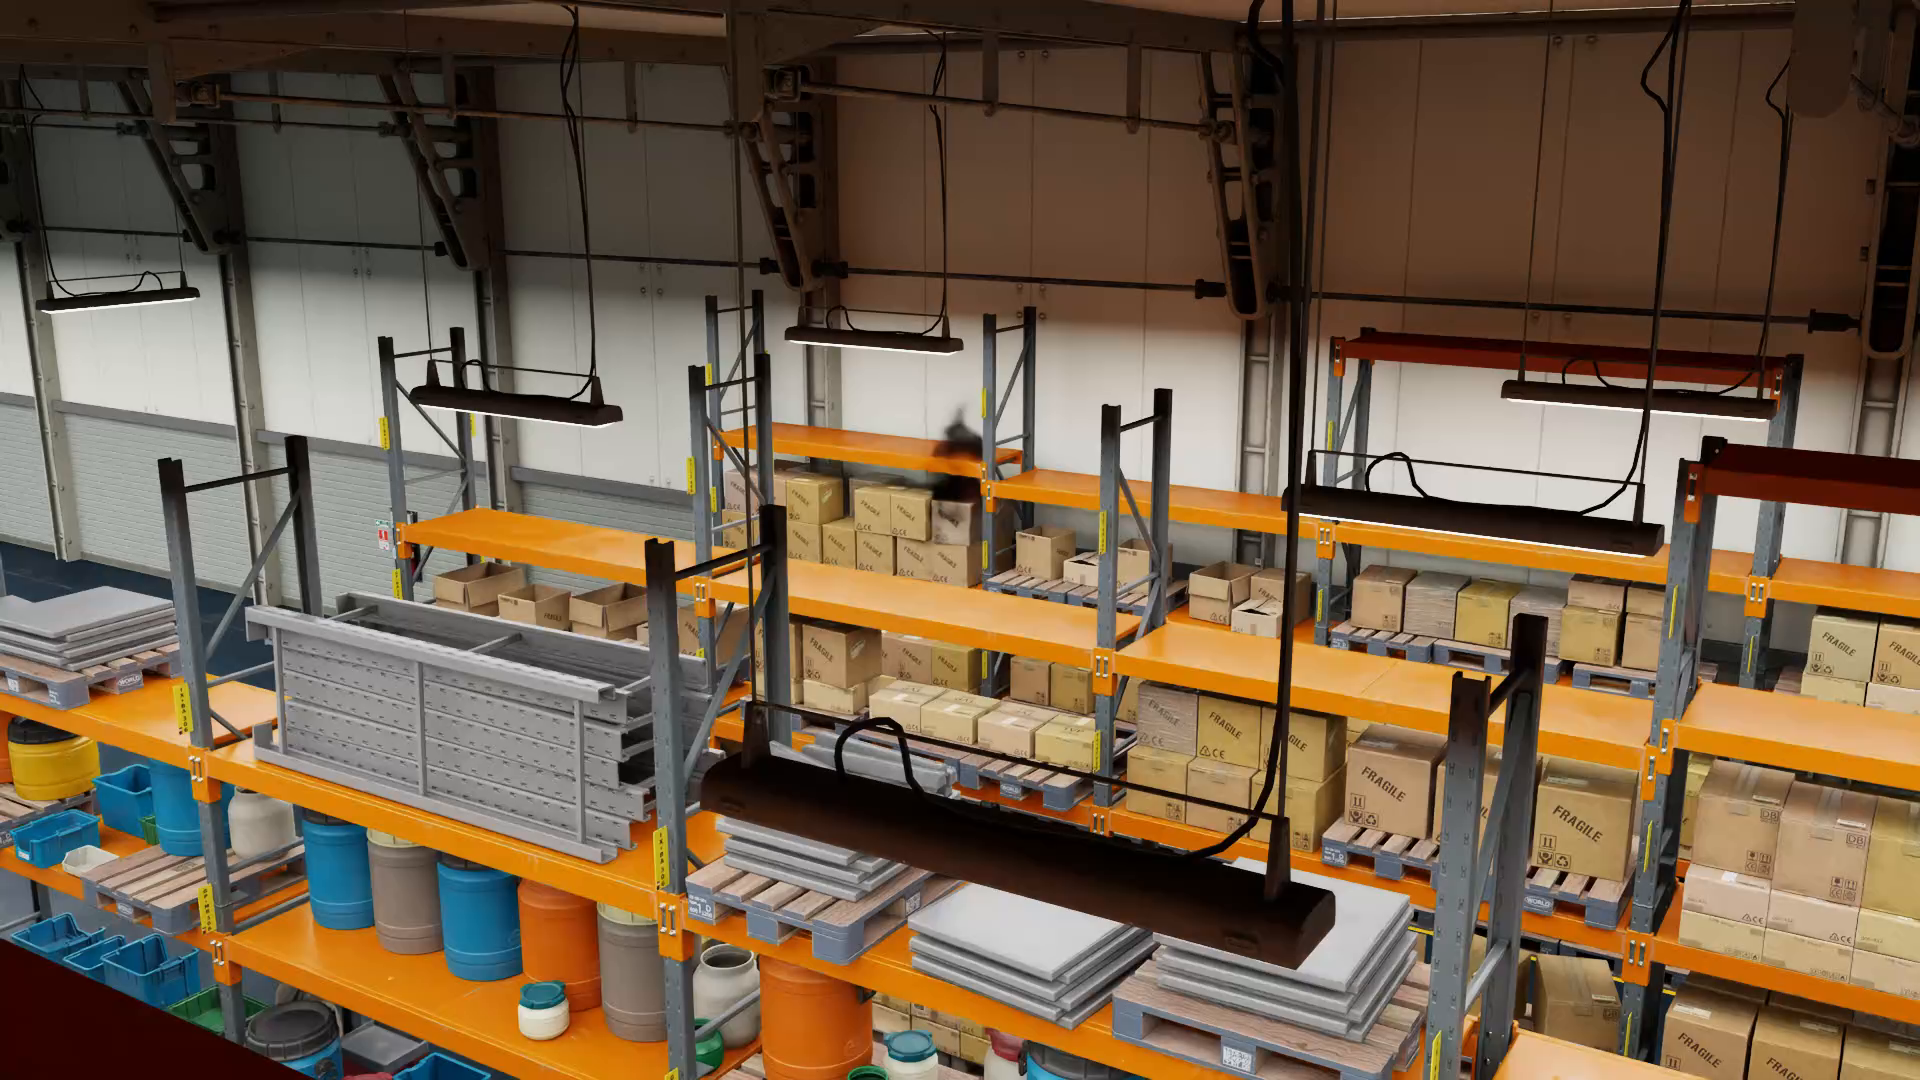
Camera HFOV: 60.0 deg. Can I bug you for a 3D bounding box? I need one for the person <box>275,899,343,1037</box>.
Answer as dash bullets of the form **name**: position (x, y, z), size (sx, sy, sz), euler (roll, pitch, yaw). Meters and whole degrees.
- **person**: position (-5.735, 3.745, 14.582), size (0.649, 1.733, 0.625), euler (5, 15, 19)
